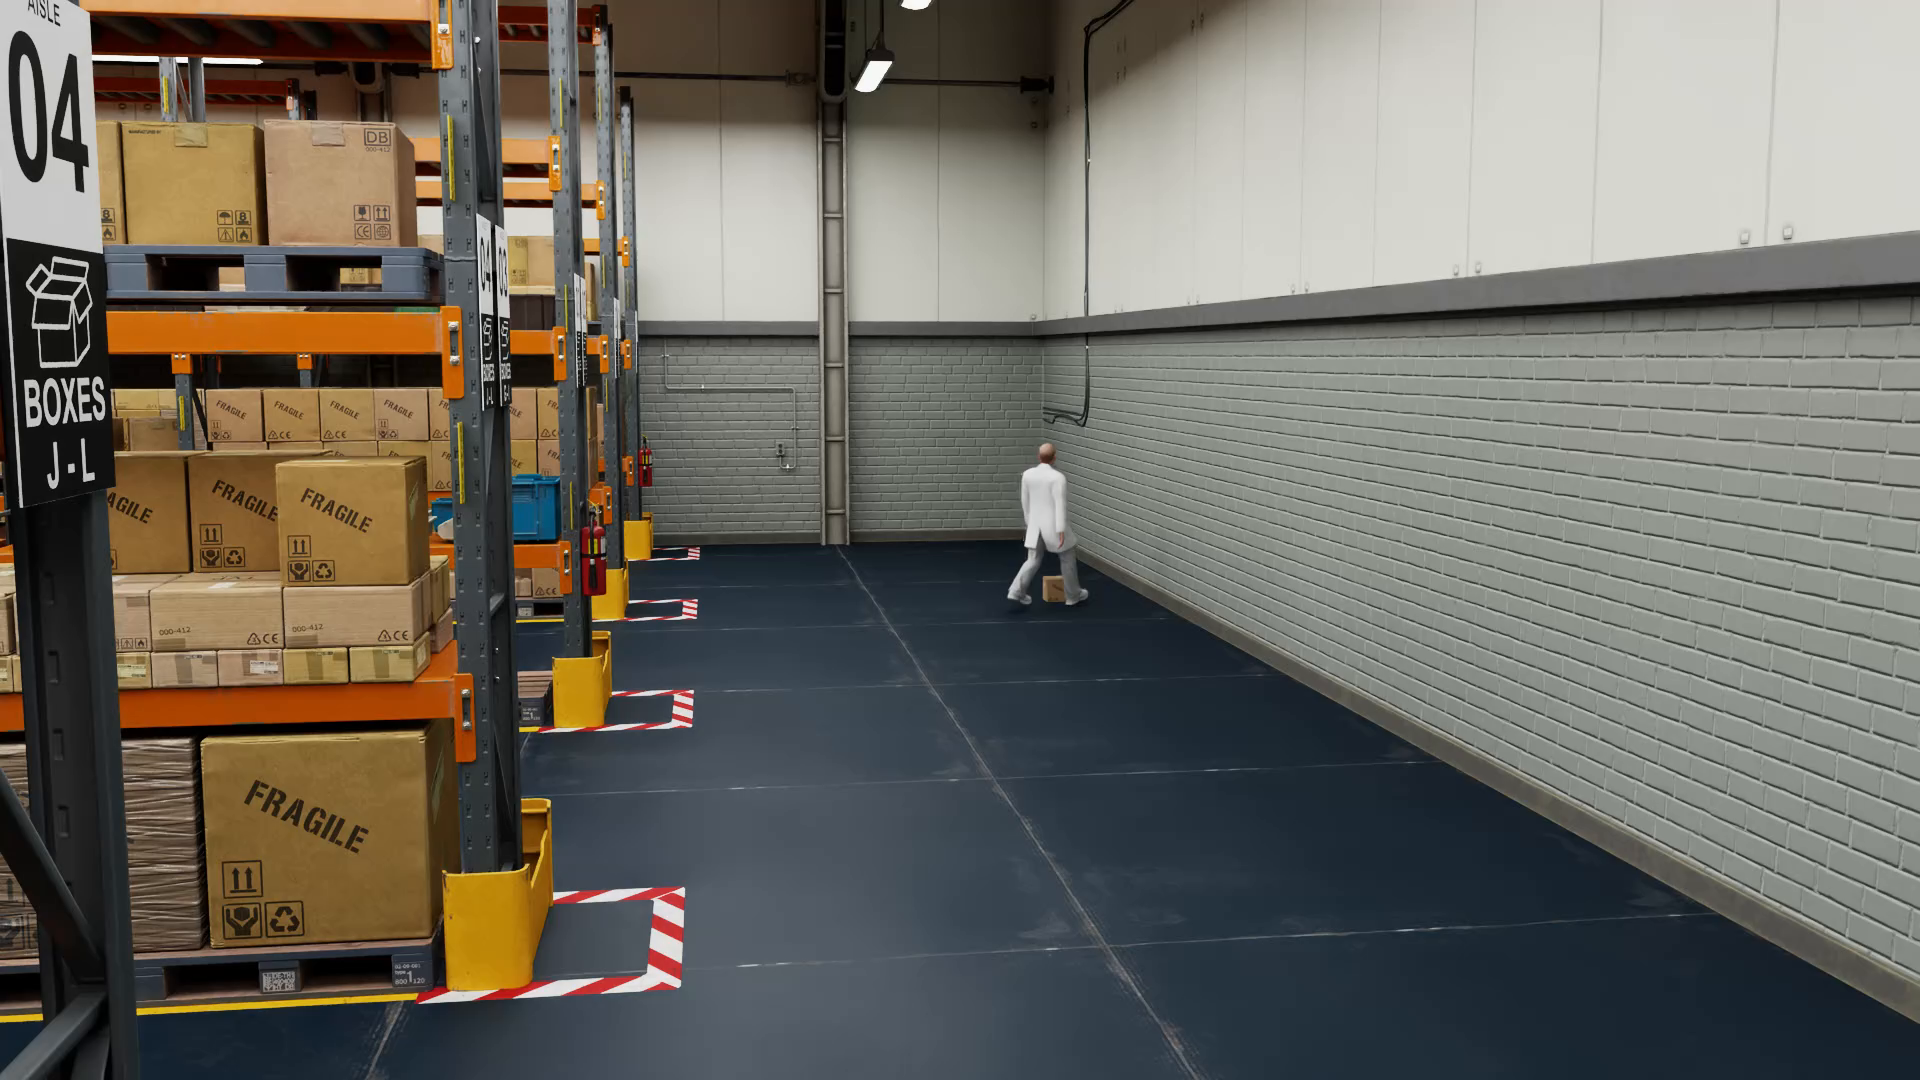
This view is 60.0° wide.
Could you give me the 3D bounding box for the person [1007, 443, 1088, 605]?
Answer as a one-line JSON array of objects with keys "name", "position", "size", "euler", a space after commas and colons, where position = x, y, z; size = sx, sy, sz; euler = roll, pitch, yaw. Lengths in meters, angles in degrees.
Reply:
[{"name": "person", "position": [0.942, -0.154, 17.349], "size": [0.613, 1.720, 1.120], "euler": [4, 8, 34]}]
